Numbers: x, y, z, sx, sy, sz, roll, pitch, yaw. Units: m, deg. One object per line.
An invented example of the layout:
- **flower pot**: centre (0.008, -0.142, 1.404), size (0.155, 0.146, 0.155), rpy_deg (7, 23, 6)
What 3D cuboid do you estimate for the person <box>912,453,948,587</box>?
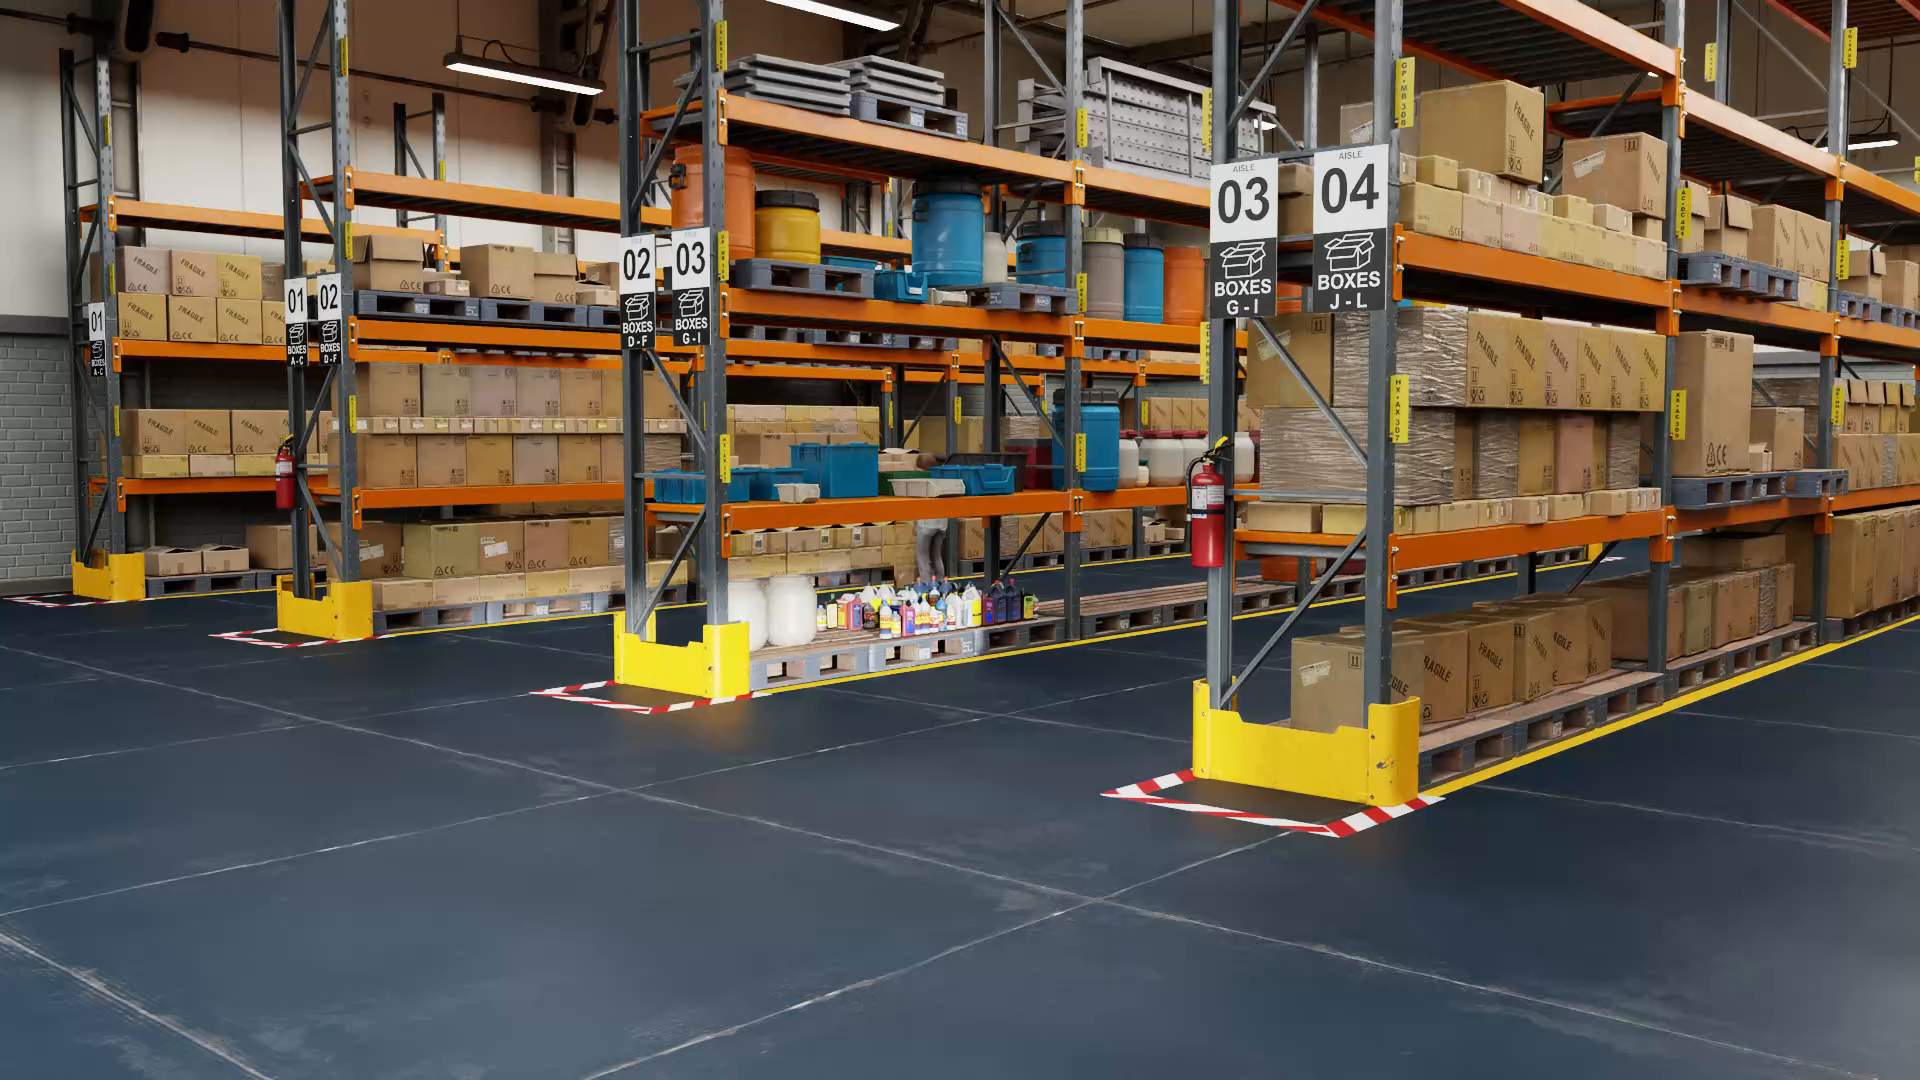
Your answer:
- **person**: centre (-0.332, -0.133, 17.827), size (0.374, 1.583, 0.458), rpy_deg (3, 5, 39)
